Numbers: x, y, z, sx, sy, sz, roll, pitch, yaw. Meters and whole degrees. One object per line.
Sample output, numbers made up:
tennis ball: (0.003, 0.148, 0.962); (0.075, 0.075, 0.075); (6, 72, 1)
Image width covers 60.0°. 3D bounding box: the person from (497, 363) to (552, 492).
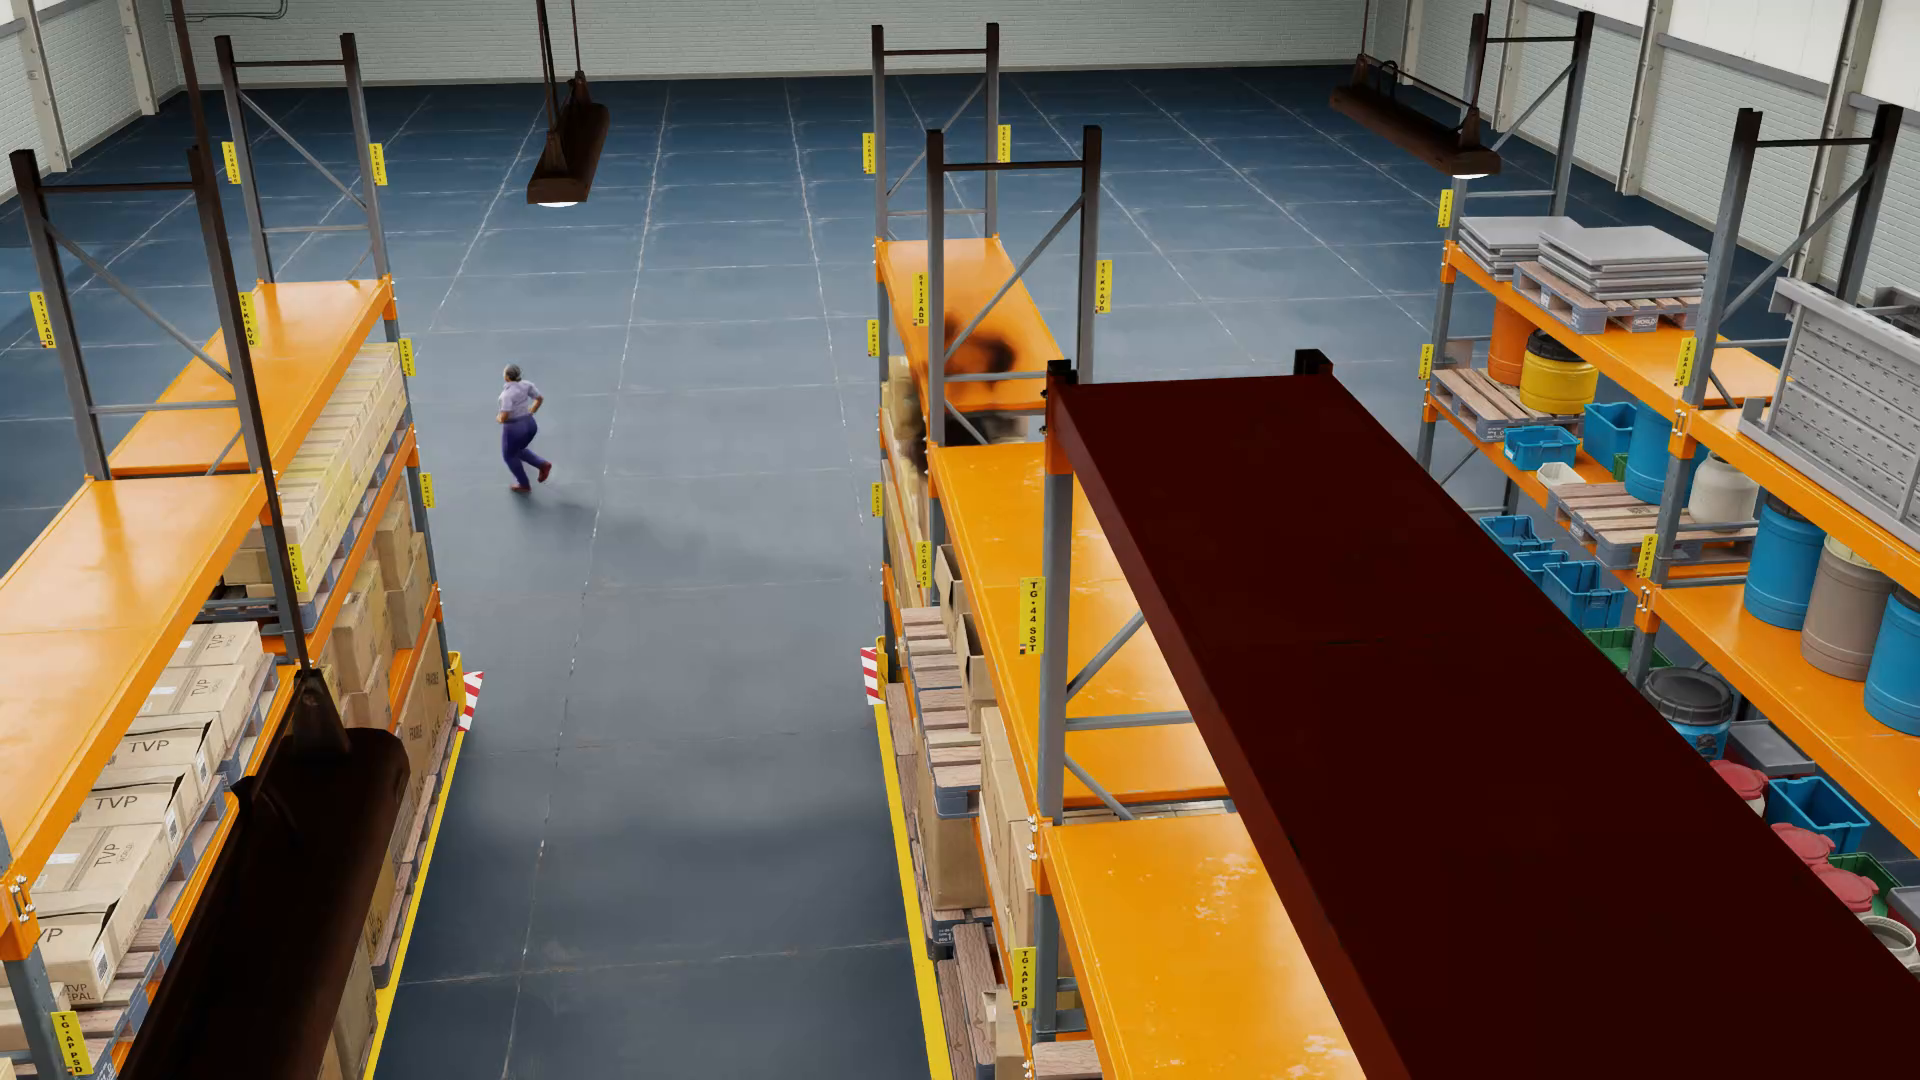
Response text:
person: (-5.113, -1.299, 19.378); (0.566, 1.599, 0.623); (11, 28, 23)
